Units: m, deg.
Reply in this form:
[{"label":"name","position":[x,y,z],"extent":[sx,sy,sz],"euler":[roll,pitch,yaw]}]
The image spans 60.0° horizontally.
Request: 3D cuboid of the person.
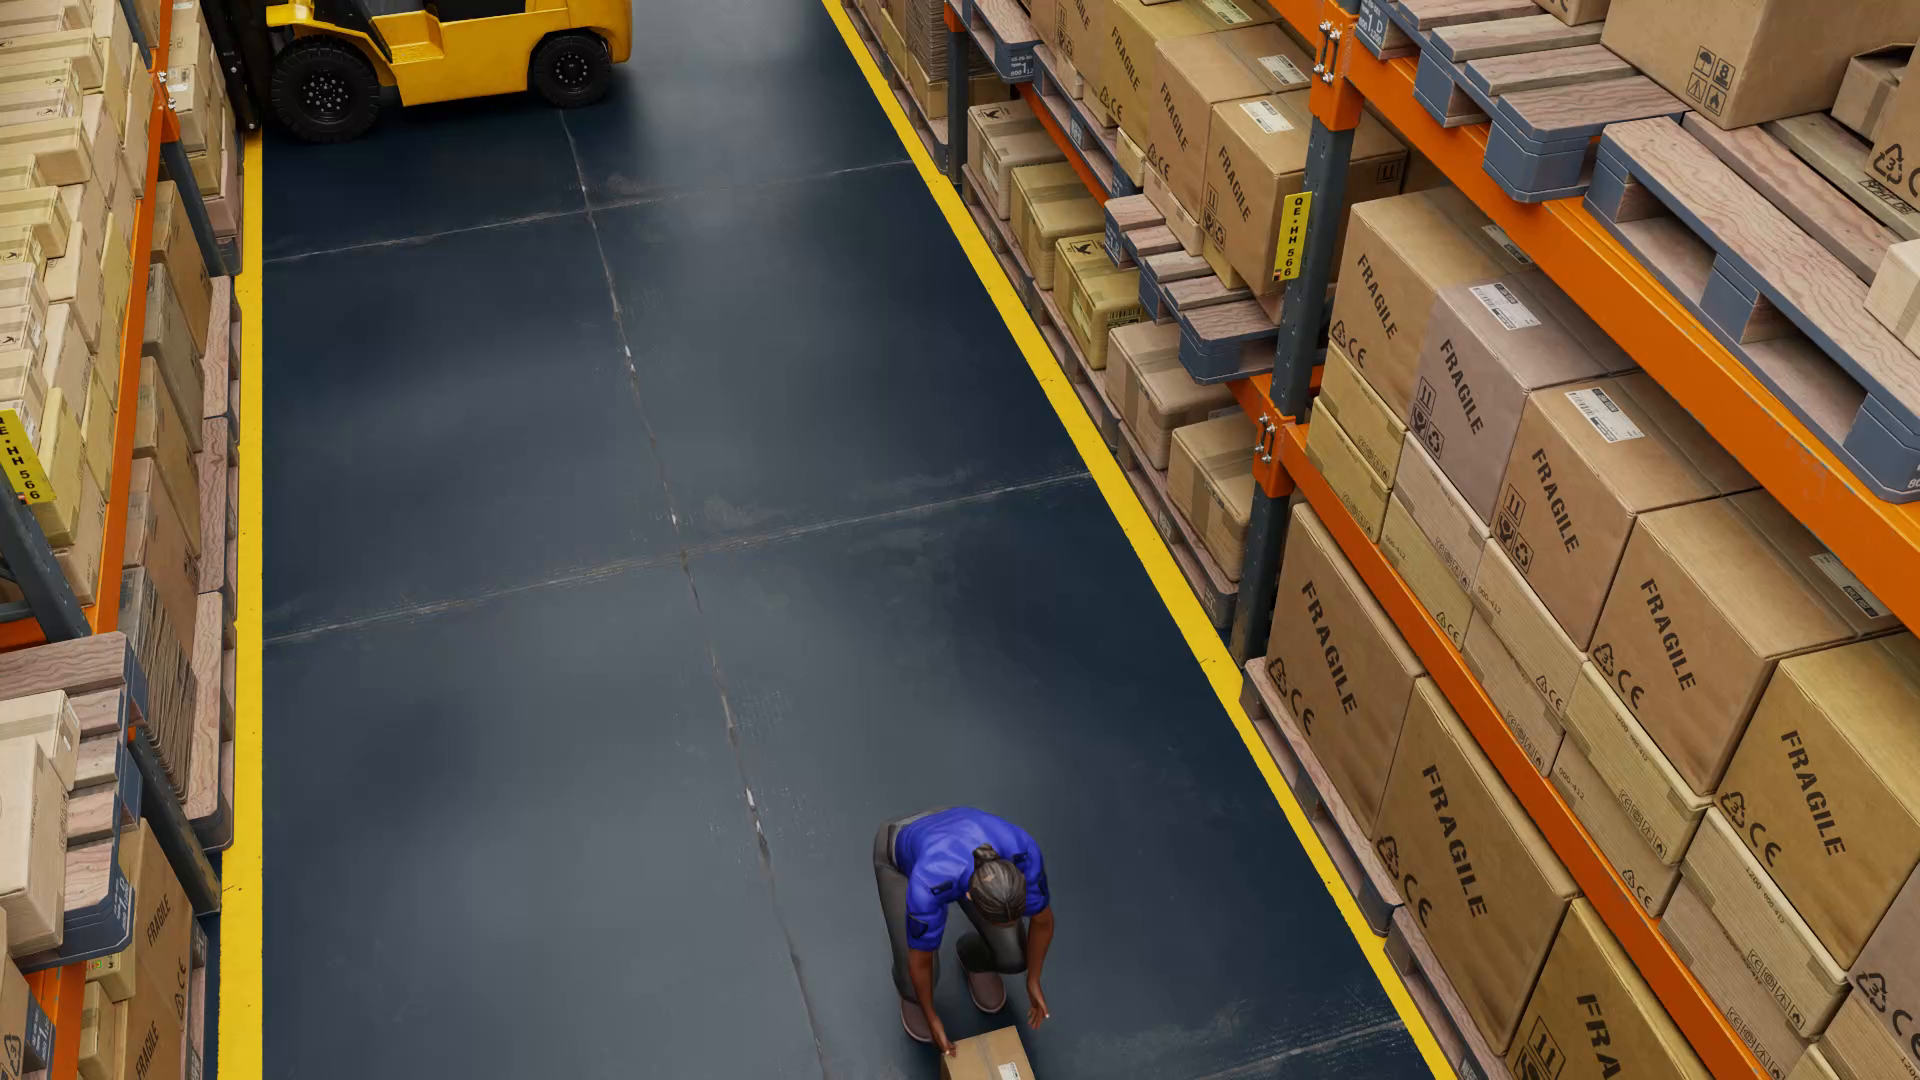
[{"label":"person","position":[0.010,1.178,5.291],"extent":[0.494,1.106,0.748],"euler":[-12,44,-13]}]
